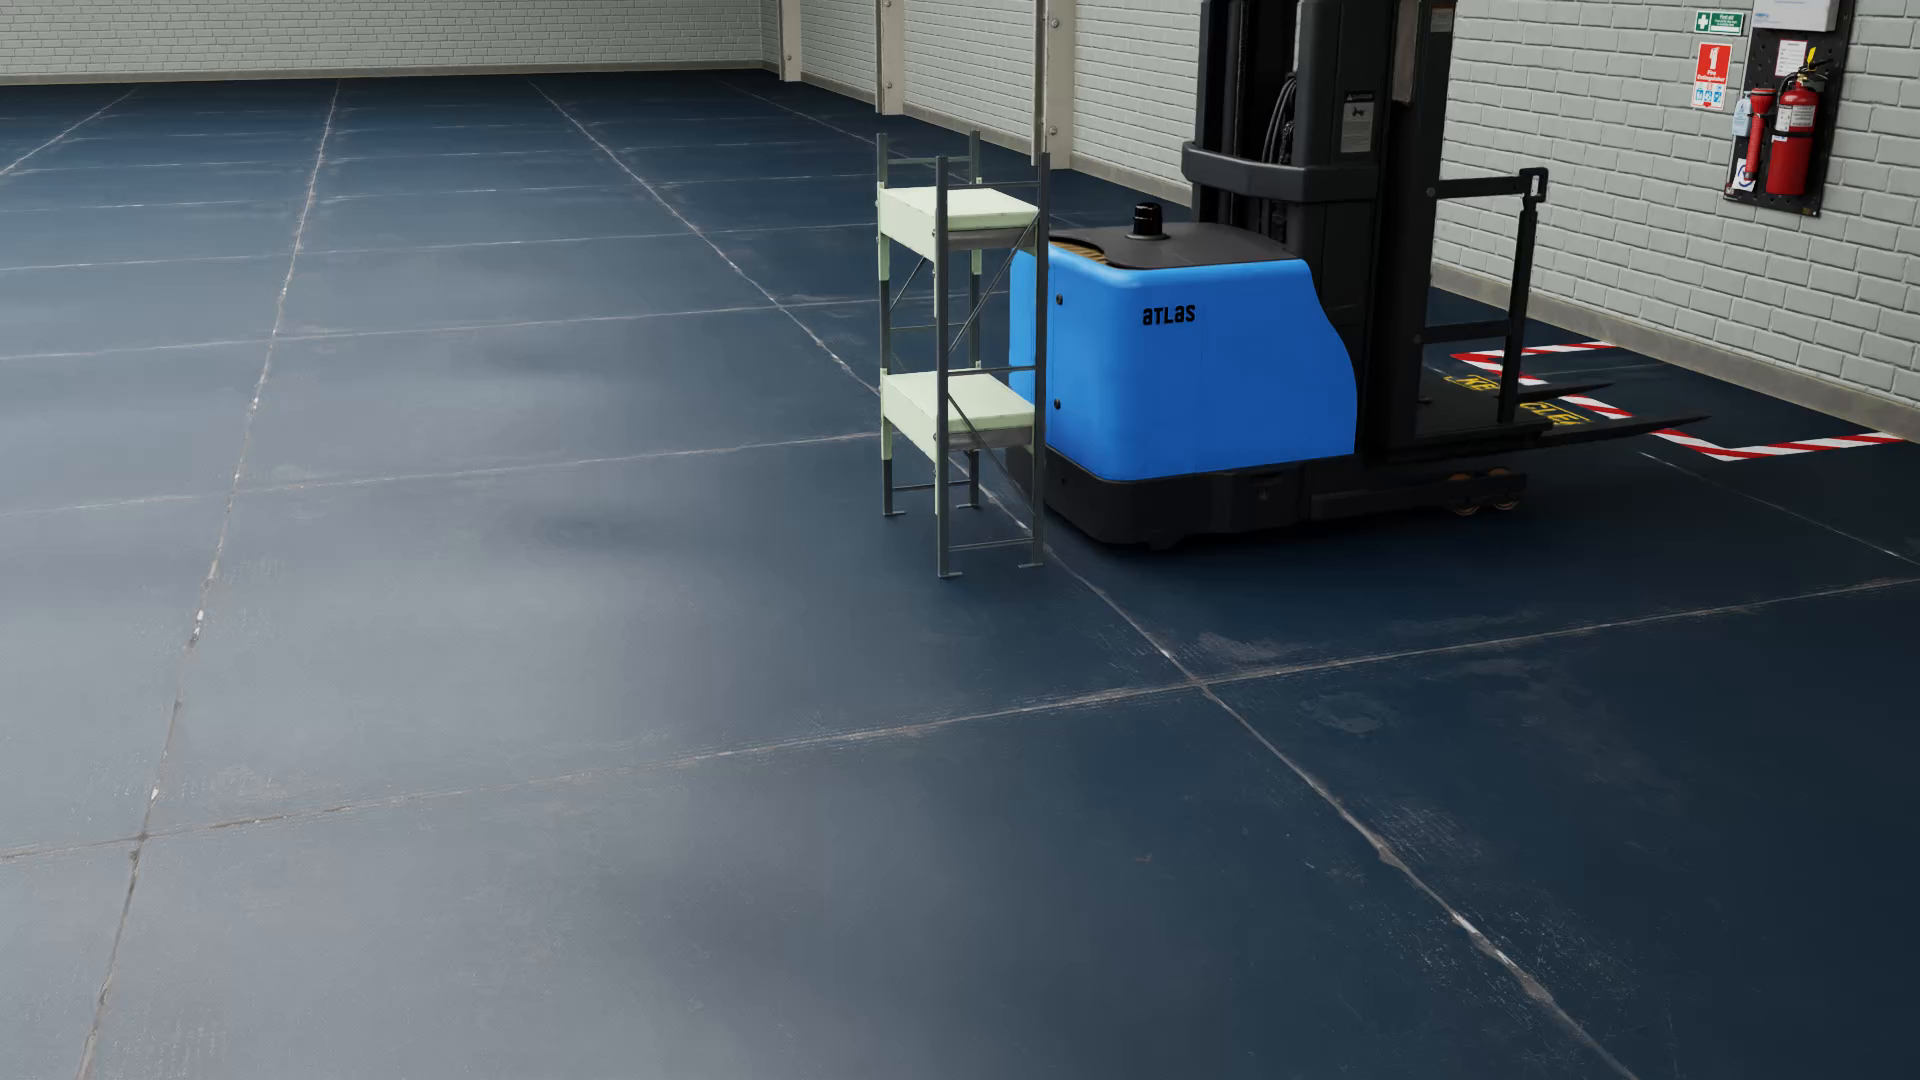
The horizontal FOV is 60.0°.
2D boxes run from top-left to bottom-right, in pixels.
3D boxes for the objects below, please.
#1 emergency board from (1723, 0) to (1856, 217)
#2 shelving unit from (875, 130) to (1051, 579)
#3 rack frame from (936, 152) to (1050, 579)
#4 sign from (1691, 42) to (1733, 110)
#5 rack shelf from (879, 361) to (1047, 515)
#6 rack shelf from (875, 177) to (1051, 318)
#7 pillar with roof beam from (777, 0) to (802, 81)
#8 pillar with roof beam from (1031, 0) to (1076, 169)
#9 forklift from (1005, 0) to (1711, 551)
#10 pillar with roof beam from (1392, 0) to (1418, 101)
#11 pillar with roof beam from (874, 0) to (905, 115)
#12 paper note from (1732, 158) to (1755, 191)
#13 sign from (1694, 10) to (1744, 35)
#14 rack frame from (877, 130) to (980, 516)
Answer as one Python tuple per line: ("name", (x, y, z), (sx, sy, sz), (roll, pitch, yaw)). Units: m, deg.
("emergency board", (3.978, -2.205, 8.117), (0.194, 1.169, 0.643), (-6, 21, -17))
("shelving unit", (-0.002, -0.708, 6.169), (0.431, 1.500, 0.755), (-6, 21, -17))
("rack frame", (0.113, -0.591, 5.842), (0.400, 1.500, 0.023), (-6, 21, -17))
("sign", (3.902, -2.410, 8.636), (0.001, 0.329, 0.234), (-6, 21, -17))
("rack shelf", (-0.002, -0.401, 6.279), (0.431, 0.370, 0.720), (-6, 21, -17))
("rack shelf", (-0.002, -1.075, 6.037), (0.431, 0.370, 0.720), (-6, 21, -17))
("pillar with roof beam", (-6.912, -11.475, 25.053), (9.100, 9.000, 0.400), (-6, 21, -17))
("pillar with roof beam", (-3.140, -7.625, 14.332), (9.100, 9.000, 0.400), (-6, 21, -17))
("forklift", (1.759, -1.635, 6.632), (3.031, 2.935, 1.130), (-7, 21, -20))
("pillar with roof beam", (-1.254, -5.699, 8.971), (9.100, 9.000, 0.400), (-6, 21, -17))
("pillar with roof beam", (-5.026, -9.550, 19.693), (9.100, 9.000, 0.400), (-6, 21, -17))
("paper note", (3.988, -1.854, 8.445), (0.016, 0.148, 0.142), (-6, 21, -17))
("sign", (3.895, -2.657, 8.540), (0.001, 0.109, 0.331), (-6, 21, -17))
("rack frame", (-0.117, -0.825, 6.496), (0.400, 1.500, 0.023), (-6, 21, -17))
